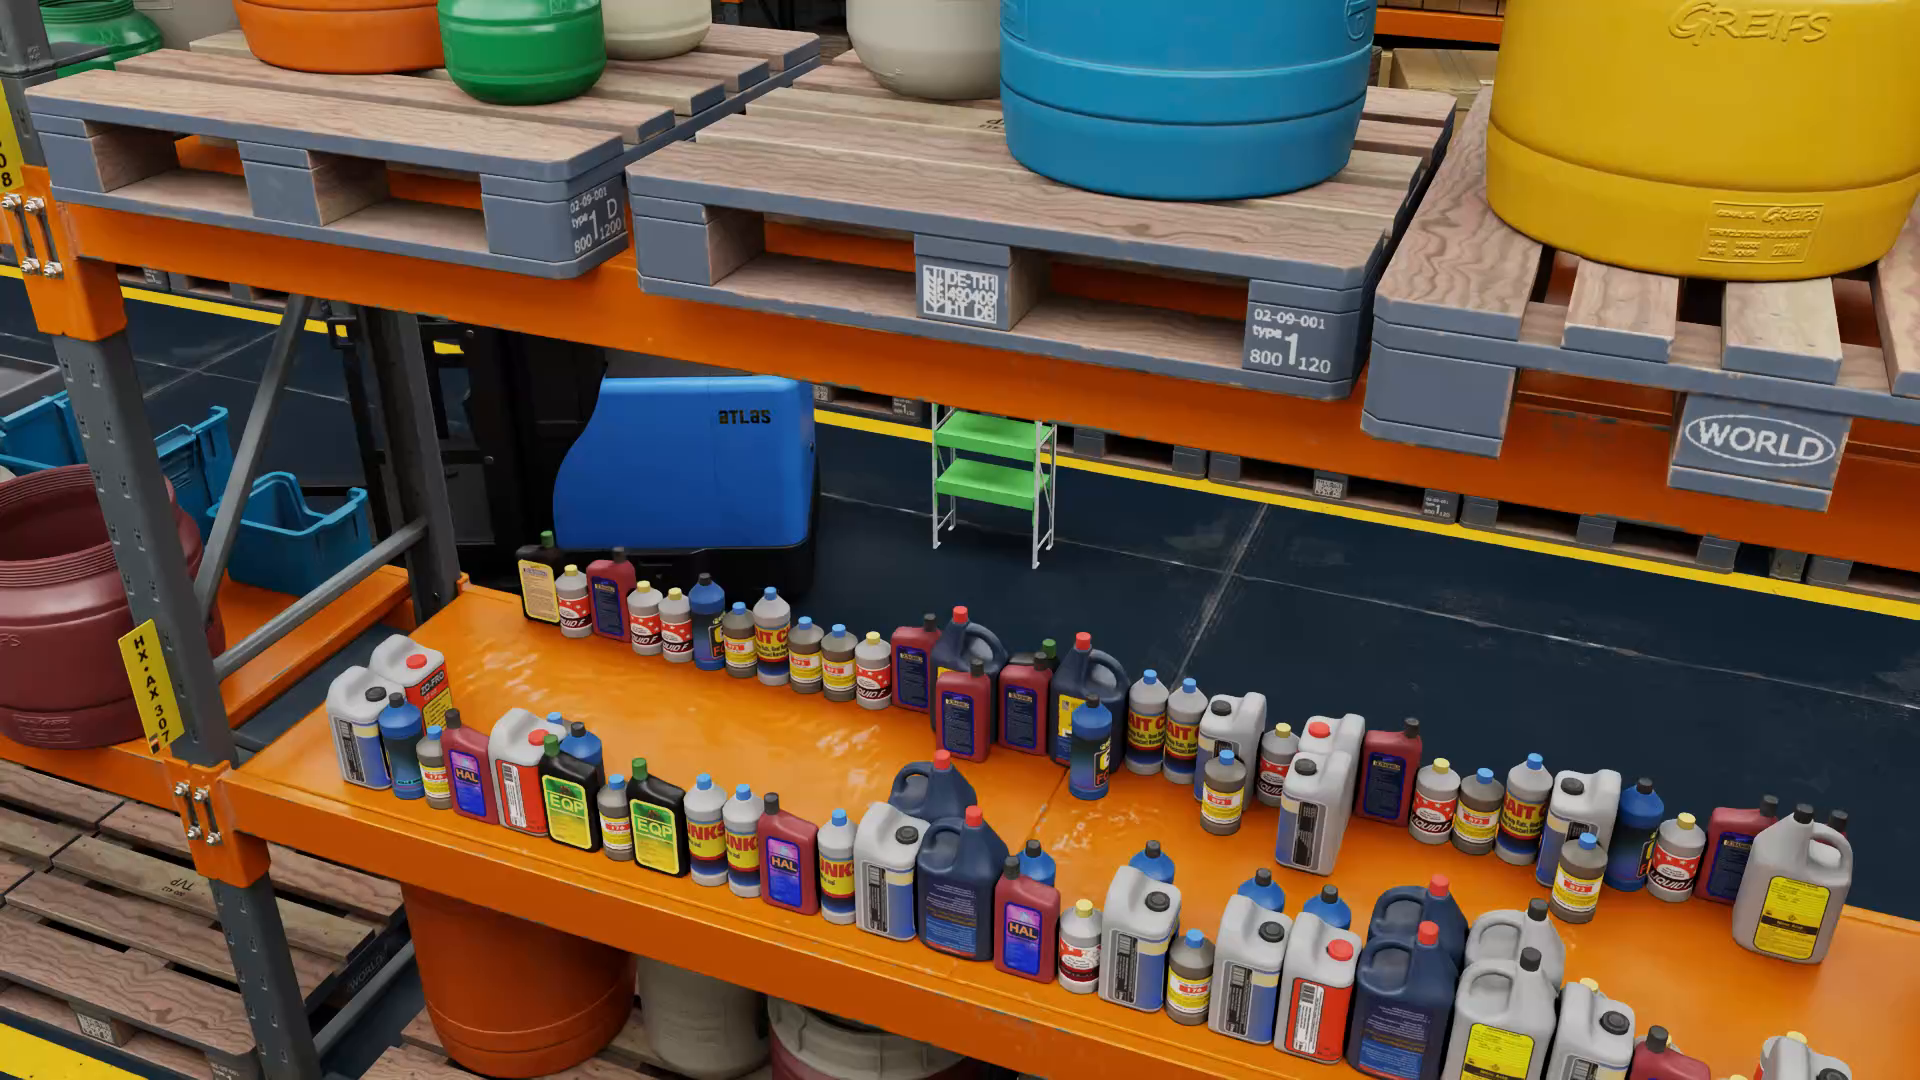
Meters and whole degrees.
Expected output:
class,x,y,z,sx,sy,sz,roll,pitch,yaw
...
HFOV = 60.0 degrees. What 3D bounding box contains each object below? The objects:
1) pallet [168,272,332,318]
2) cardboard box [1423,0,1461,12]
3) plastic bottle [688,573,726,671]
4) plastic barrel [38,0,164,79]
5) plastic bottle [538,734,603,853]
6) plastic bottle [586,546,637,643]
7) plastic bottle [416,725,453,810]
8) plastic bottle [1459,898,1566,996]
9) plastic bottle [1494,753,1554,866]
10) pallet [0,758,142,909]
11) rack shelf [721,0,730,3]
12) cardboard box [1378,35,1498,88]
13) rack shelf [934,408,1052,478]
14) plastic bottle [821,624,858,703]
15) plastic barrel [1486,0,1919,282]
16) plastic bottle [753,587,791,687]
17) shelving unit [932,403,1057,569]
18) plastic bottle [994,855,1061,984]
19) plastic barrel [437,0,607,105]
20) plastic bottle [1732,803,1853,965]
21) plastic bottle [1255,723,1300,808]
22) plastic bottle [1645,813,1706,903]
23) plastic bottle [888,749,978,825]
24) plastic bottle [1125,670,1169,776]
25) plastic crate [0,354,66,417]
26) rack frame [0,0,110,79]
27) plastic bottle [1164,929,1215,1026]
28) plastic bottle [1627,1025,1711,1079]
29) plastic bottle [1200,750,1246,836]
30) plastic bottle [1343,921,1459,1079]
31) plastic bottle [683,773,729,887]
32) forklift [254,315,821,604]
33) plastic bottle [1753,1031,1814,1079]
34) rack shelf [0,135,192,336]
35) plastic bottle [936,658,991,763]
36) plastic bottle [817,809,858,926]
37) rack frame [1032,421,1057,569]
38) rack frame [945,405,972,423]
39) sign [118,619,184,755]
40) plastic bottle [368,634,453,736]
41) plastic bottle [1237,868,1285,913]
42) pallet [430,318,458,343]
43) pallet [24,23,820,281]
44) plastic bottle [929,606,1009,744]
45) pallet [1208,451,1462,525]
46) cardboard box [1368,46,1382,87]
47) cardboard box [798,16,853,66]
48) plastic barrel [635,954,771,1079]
class,x,y,z,sx,sy,sz,roll,pitch,yaw
pallet,-4.266,-1.783,10.690,1.213,0.211,1.003,11,31,19
cardboard box,3.442,-3.858,11.762,0.250,0.149,0.380,12,32,20
plastic bottle,-0.674,0.212,4.458,0.097,0.271,0.097,0,29,0
plastic barrel,-1.952,-1.094,3.746,0.294,0.245,0.294,0,29,0
plastic bottle,-0.889,0.576,3.800,0.133,0.283,0.061,11,31,19
plastic bottle,-0.955,0.141,4.571,0.133,0.283,0.061,11,31,19
plastic bottle,-1.237,0.533,3.961,0.097,0.201,0.097,0,29,0
plastic bottle,1.082,0.842,3.262,0.185,0.351,0.144,11,31,19
plastic bottle,1.281,0.602,3.767,0.097,0.271,0.097,0,29,0
pallet,-3.534,0.993,5.778,1.213,0.211,1.003,11,31,19
rack shelf,-3.539,-5.147,14.539,4.000,0.370,1.077,11,31,19
cardboard box,3.462,-3.236,12.185,0.750,0.750,0.750,11,31,19
rack shelf,0.153,-0.436,7.432,0.480,0.148,0.258,11,31,19
plastic bottle,-0.313,0.314,4.348,0.097,0.201,0.097,0,29,0
plastic barrel,1.081,-0.740,2.344,0.600,0.588,0.600,0,29,0
plastic bottle,-0.494,0.248,4.394,0.097,0.271,0.097,0,29,0
shelving unit,0.153,-0.492,7.401,0.503,1.200,0.258,11,31,19
plastic bottle,0.139,0.782,3.437,0.133,0.283,0.061,11,31,19
plastic barrel,-0.808,-0.953,3.071,0.294,0.245,0.294,0,29,0
plastic bottle,1.761,0.708,3.499,0.185,0.351,0.144,11,31,19
plastic bottle,0.762,0.529,3.968,0.097,0.201,0.097,0,29,0
plastic bottle,1.586,0.693,3.677,0.097,0.201,0.097,0,29,0
plastic bottle,-0.060,0.610,3.673,0.185,0.351,0.144,11,31,19
plastic bottle,0.457,0.437,4.058,0.097,0.271,0.097,0,29,0
plastic crate,-3.086,-0.299,5.166,0.583,0.464,0.402,11,31,19
rack frame,-1.704,-2.445,2.930,0.127,3.000,1.000,11,31,19
plastic bottle,0.468,0.873,3.359,0.097,0.201,0.097,0,29,0
plastic bottle,1.284,1.010,3.033,0.133,0.283,0.061,11,31,19
plastic bottle,0.615,0.580,3.877,0.097,0.201,0.097,0,29,0
plastic bottle,0.857,0.873,3.206,0.185,0.351,0.144,11,31,19
plastic bottle,-0.561,0.637,3.705,0.097,0.271,0.097,0,29,0
forklift,-2.174,-1.210,6.913,3.031,2.935,1.130,-1,29,-1
plastic bottle,1.546,1.008,3.121,0.097,0.201,0.097,0,29,0
rack shelf,-3.557,-1.196,4.500,4.000,0.370,1.077,11,31,19
plastic bottle,0.008,0.409,4.096,0.133,0.283,0.061,11,31,19
plastic bottle,-0.257,0.698,3.597,0.097,0.271,0.097,0,29,0
rack frame,0.379,-0.447,7.321,0.015,1.200,0.240,11,31,19
rack frame,0.162,-2.091,8.401,0.127,3.000,1.000,11,31,19
sign,-1.904,0.348,3.920,0.005,0.325,0.100,11,31,19
plastic bottle,-1.367,0.379,4.157,0.135,0.276,0.152,11,31,19
plastic bottle,0.615,0.791,3.432,0.097,0.271,0.097,0,29,0
pallet,-2.847,-1.498,10.186,1.213,0.211,1.003,11,31,19
pallet,-1.032,-0.871,3.385,1.213,0.211,1.003,11,31,19
plastic bottle,0.022,0.329,4.170,0.185,0.351,0.144,11,31,19
pallet,1.966,-0.495,8.411,1.213,0.211,1.003,11,31,19
cardboard box,1.564,-1.996,7.704,0.500,0.500,0.700,18,34,28
cardboard box,-0.997,-4.065,13.987,0.500,0.500,0.700,12,32,21
plastic barrel,-0.687,1.214,4.656,0.421,0.512,0.421,0,29,0
